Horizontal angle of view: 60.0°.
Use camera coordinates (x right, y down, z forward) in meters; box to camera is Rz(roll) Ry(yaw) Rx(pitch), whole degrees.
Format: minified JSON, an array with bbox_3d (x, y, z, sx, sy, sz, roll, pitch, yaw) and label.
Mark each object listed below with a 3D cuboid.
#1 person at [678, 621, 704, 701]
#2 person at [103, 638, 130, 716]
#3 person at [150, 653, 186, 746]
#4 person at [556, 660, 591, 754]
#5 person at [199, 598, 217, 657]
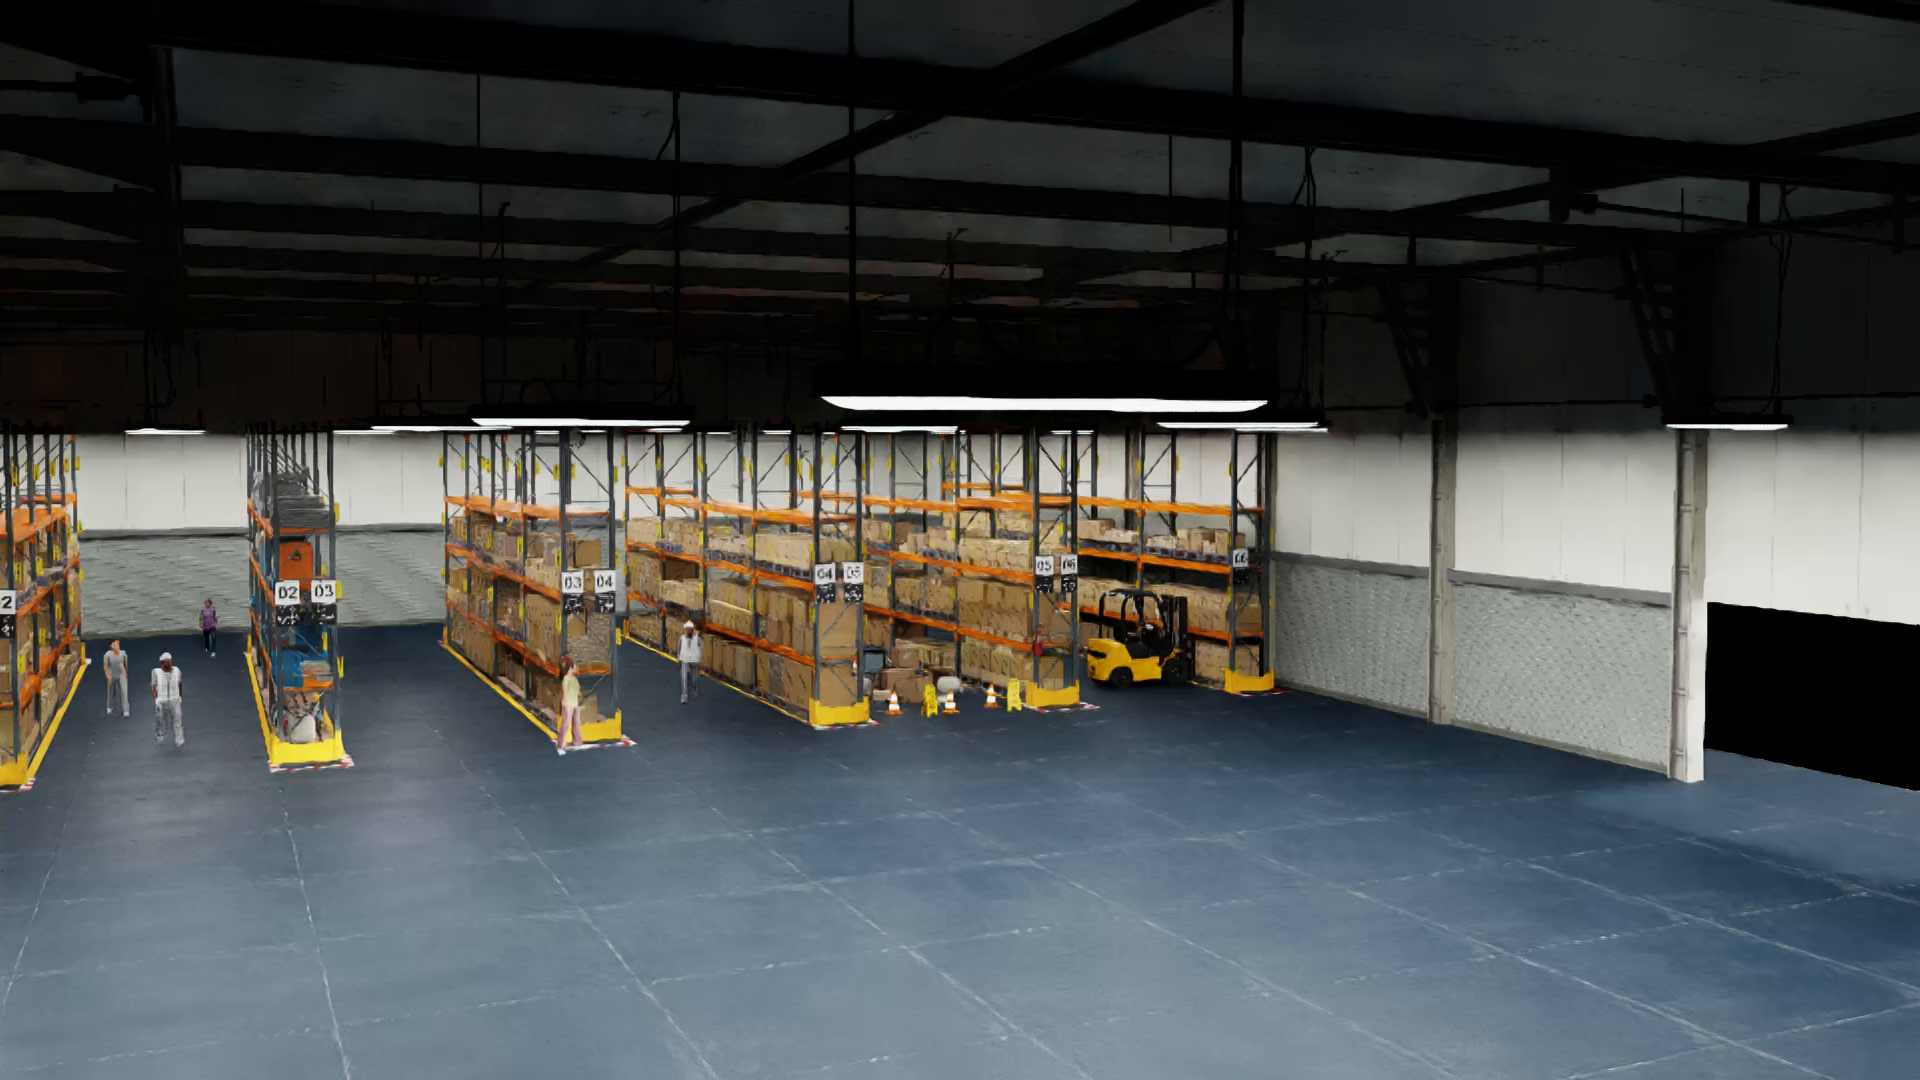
[{"bbox_3d":[-5.833,2.606,36.032,0.560,1.736,0.926,-1,4,-8],"label":"person"},{"bbox_3d":[-17.233,2.787,33.955,0.466,1.588,1.072,-2,4,-34],"label":"person"},{"bbox_3d":[-14.617,2.933,30.657,0.553,1.724,1.031,-2,4,-33],"label":"person"},{"bbox_3d":[-7.029,2.994,30.071,0.499,1.667,0.652,0,4,7],"label":"person"},{"bbox_3d":[-19.546,2.249,43.231,0.417,1.517,1.037,-1,4,-22],"label":"person"}]
